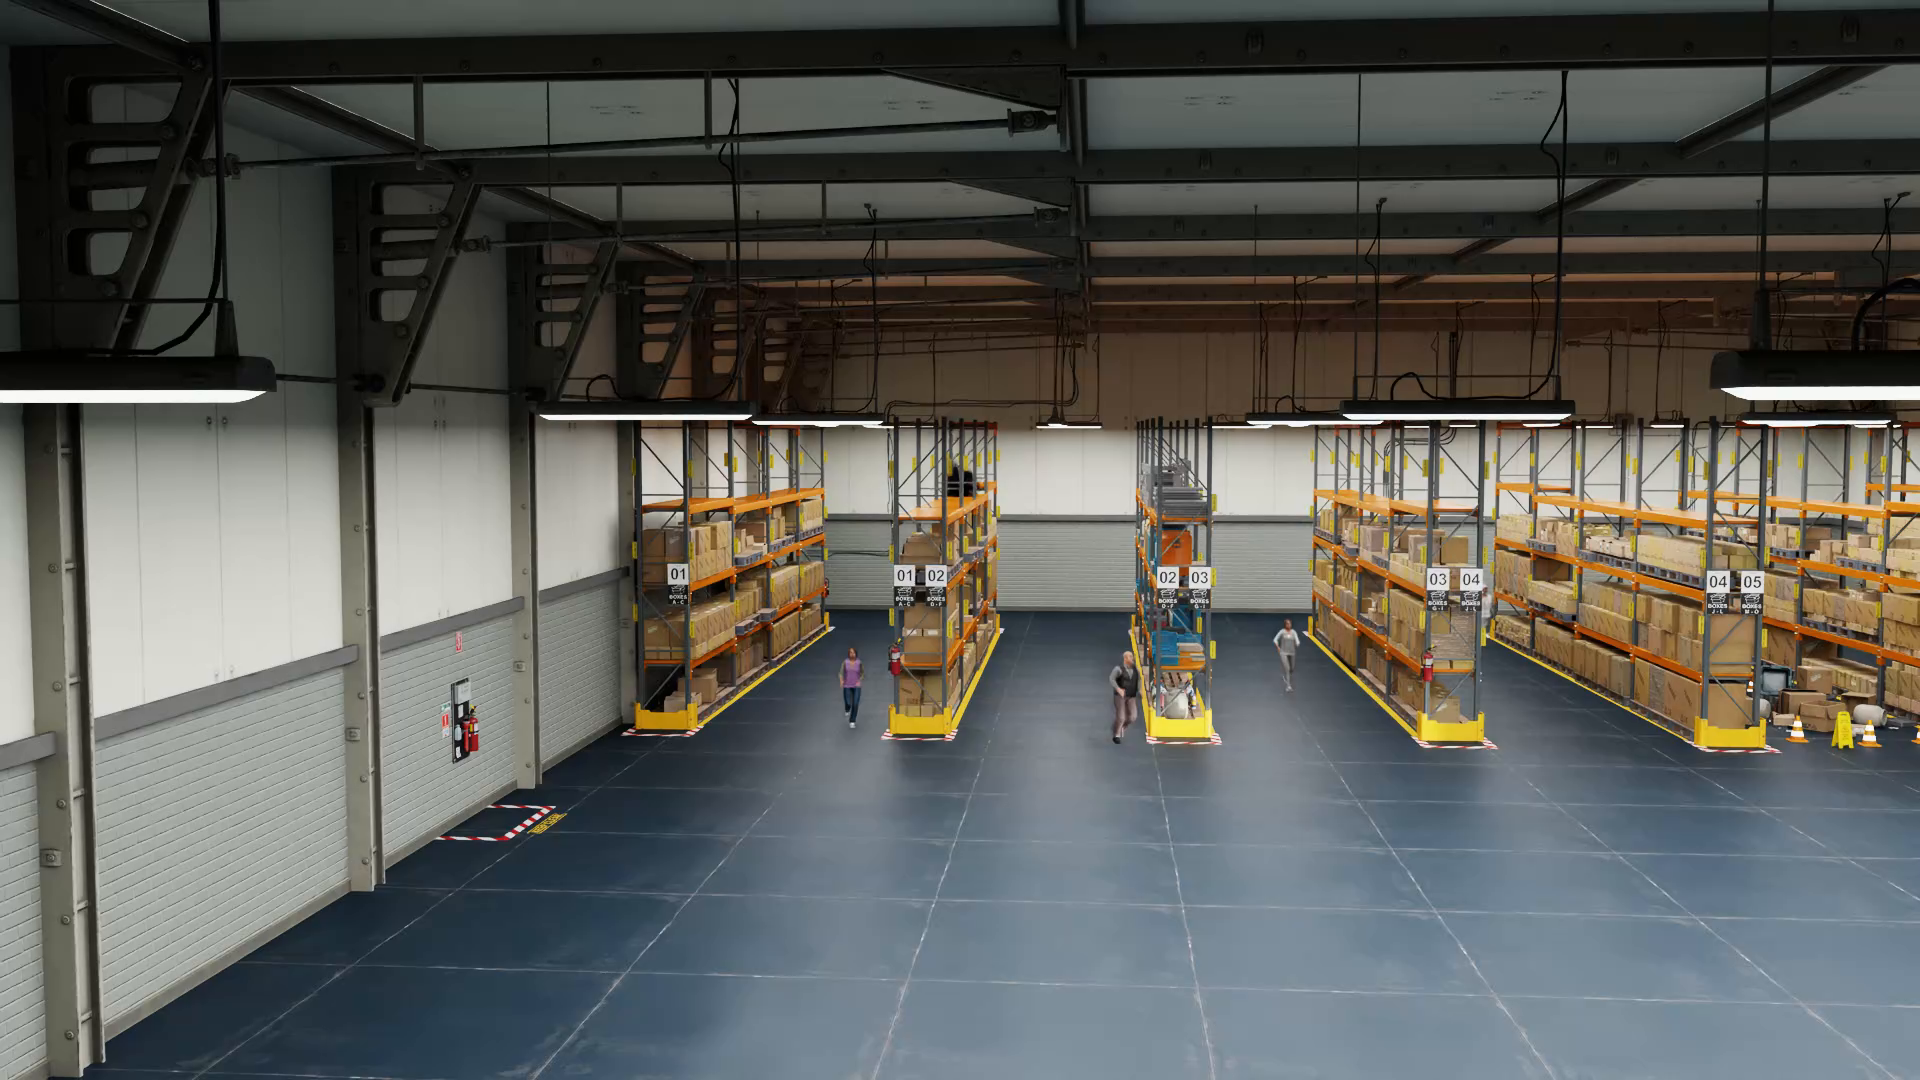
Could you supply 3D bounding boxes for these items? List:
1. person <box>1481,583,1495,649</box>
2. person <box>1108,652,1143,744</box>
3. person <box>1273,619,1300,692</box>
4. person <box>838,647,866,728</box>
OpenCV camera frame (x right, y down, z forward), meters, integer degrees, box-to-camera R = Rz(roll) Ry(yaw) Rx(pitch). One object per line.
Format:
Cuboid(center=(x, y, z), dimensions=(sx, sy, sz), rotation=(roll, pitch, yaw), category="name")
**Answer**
Cuboid(center=(13.537, 2.032, 43.073), dimensions=(0.654, 1.820, 0.746), rotation=(0, 4, -3), category="person")
Cuboid(center=(3.085, 2.895, 30.545), dimensions=(0.728, 1.674, 0.498), rotation=(-2, 4, -22), category="person")
Cuboid(center=(7.232, 2.529, 36.773), dimensions=(0.547, 1.570, 0.822), rotation=(0, 4, -6), category="person")
Cuboid(center=(-2.087, 2.856, 32.142), dimensions=(0.526, 1.532, 0.524), rotation=(0, 4, -4), category="person")
